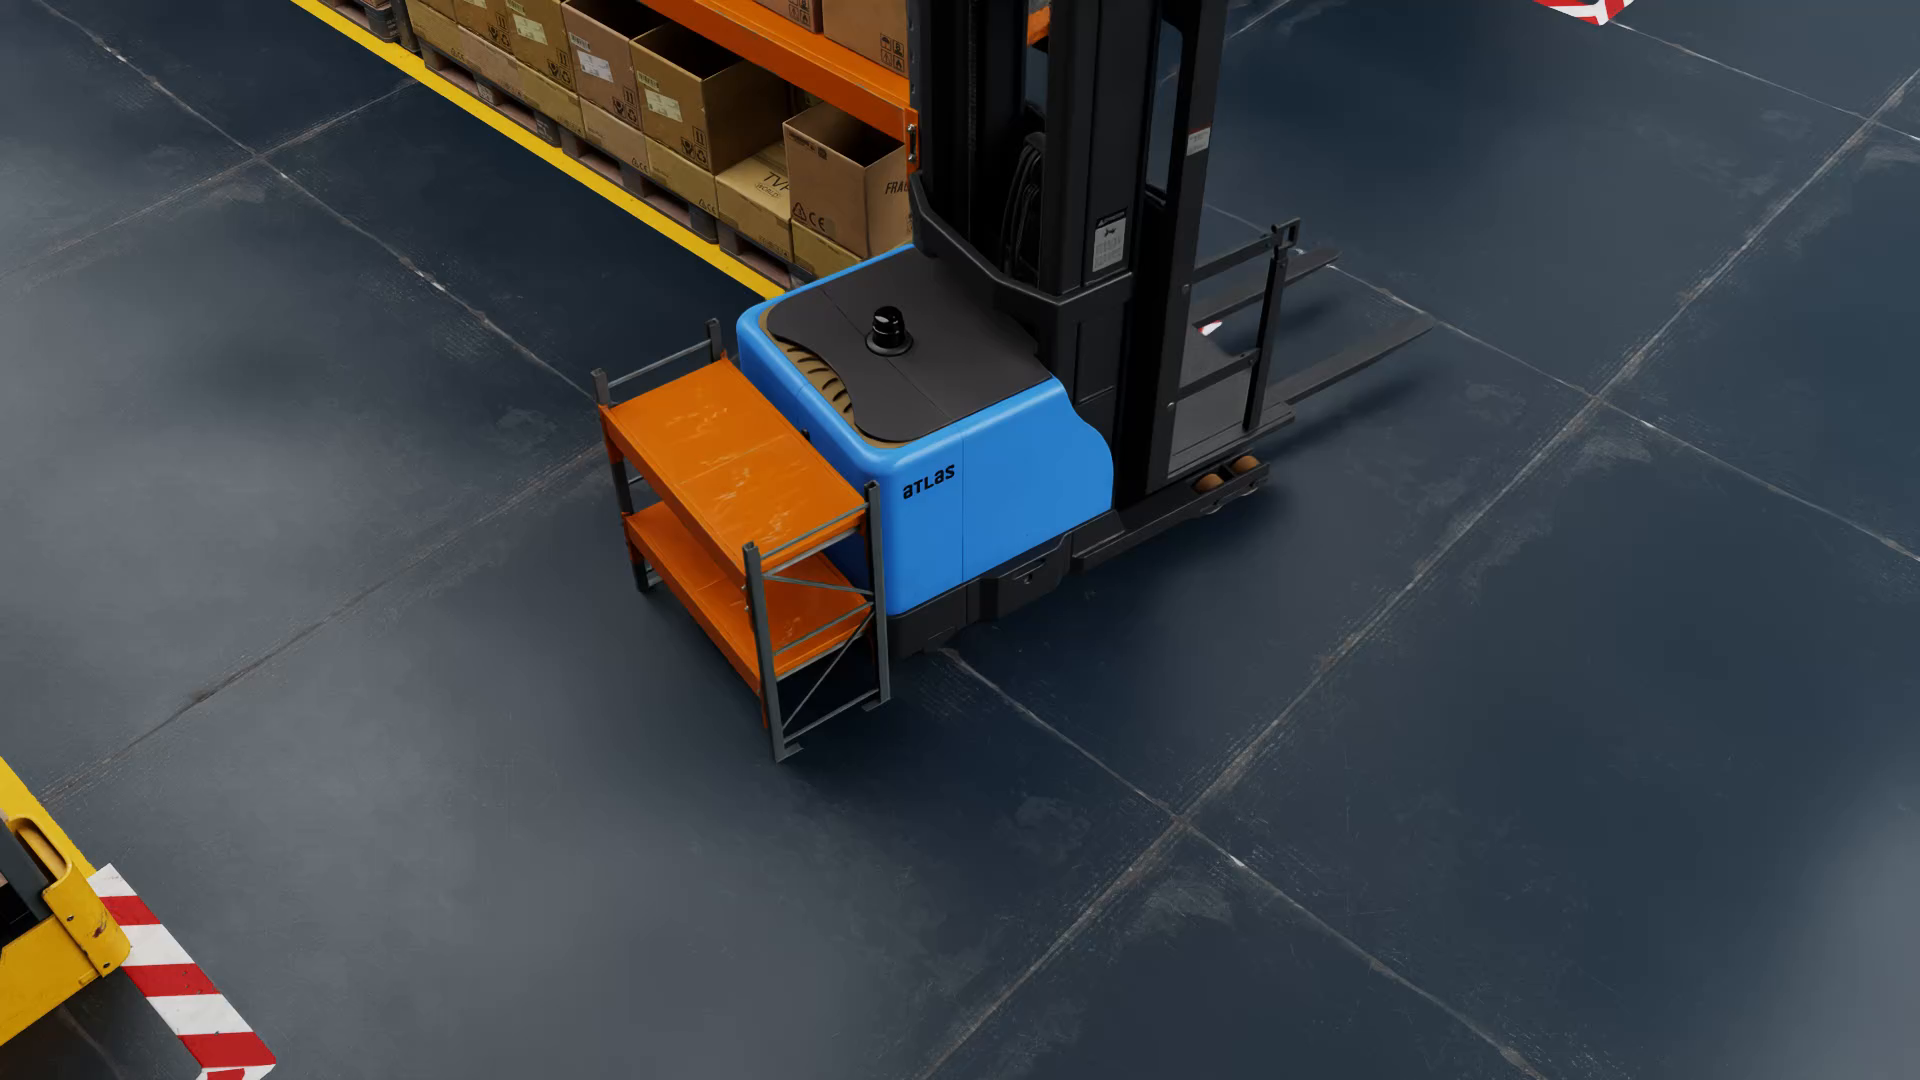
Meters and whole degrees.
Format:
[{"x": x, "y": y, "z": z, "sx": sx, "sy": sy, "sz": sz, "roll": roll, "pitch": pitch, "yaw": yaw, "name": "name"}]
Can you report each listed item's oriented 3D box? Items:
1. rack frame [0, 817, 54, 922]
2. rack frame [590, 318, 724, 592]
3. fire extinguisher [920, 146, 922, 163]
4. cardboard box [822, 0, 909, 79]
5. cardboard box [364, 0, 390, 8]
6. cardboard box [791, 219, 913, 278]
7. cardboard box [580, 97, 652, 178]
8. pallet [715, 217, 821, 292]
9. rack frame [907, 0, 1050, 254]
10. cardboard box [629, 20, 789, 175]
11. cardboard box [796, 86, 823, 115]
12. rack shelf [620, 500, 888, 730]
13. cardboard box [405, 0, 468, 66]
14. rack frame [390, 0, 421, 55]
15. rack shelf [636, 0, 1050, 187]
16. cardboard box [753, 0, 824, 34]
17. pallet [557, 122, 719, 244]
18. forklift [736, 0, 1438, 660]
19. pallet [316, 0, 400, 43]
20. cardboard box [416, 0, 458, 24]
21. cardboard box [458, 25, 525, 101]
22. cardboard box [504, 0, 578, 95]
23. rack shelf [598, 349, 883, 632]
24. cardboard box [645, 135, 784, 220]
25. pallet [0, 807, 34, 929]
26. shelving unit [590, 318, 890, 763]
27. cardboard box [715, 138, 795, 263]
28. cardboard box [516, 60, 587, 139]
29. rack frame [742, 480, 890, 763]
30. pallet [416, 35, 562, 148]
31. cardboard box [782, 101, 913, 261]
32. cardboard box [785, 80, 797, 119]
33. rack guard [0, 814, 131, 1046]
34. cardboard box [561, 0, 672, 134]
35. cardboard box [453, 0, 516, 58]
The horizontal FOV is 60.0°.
[{"x": -3.173, "y": 0.596, "z": 4.133, "sx": 0.127, "sy": 3.000, "sz": 1.000, "roll": 34, "pitch": 55, "yaw": 28, "name": "rack frame"}, {"x": -1.069, "y": -0.294, "z": 6.255, "sx": 0.500, "sy": 1.125, "sz": 0.032, "roll": -28, "pitch": 53, "yaw": -24, "name": "rack frame"}, {"x": -0.044, "y": -1.726, "z": 6.366, "sx": 0.183, "sy": 0.674, "sz": 0.296, "roll": 34, "pitch": 55, "yaw": 28, "name": "fire extinguisher"}, {"x": -0.151, "y": -2.332, "z": 6.813, "sx": 0.500, "sy": 0.500, "sz": 0.700, "roll": 34, "pitch": 55, "yaw": 28, "name": "cardboard box"}, {"x": -3.257, "y": -3.290, "z": 9.380, "sx": 0.500, "sy": 0.250, "sz": 0.500, "roll": 33, "pitch": 55, "yaw": 27, "name": "cardboard box"}, {"x": -0.411, "y": -1.370, "z": 7.576, "sx": 0.500, "sy": 0.250, "sz": 0.500, "roll": 34, "pitch": 55, "yaw": 28, "name": "cardboard box"}, {"x": -1.521, "y": -2.105, "z": 8.267, "sx": 0.500, "sy": 0.250, "sz": 0.500, "roll": 34, "pitch": 55, "yaw": 28, "name": "cardboard box"}, {"x": -0.407, "y": -1.461, "z": 7.977, "sx": 1.213, "sy": 0.211, "sz": 1.003, "roll": 34, "pitch": 55, "yaw": 28, "name": "pallet"}, {"x": 0.184, "y": -2.060, "z": 6.627, "sx": 0.127, "sy": 3.000, "sz": 1.000, "roll": 34, "pitch": 55, "yaw": 28, "name": "rack frame"}, {"x": -1.157, "y": -2.112, "z": 7.759, "sx": 0.500, "sy": 0.500, "sz": 0.500, "roll": 34, "pitch": 55, "yaw": 28, "name": "cardboard box"}, {"x": -0.428, "y": -2.150, "z": 7.795, "sx": 0.500, "sy": 0.500, "sz": 0.500, "roll": 34, "pitch": 55, "yaw": 28, "name": "cardboard box"}, {"x": -0.770, "y": 0.172, "z": 6.152, "sx": 0.538, "sy": 0.278, "sz": 1.000, "roll": -28, "pitch": 53, "yaw": -24, "name": "rack shelf"}, {"x": -2.620, "y": -2.849, "z": 8.965, "sx": 0.500, "sy": 0.250, "sz": 0.500, "roll": 34, "pitch": 55, "yaw": 28, "name": "cardboard box"}, {"x": -2.756, "y": -4.038, "z": 8.484, "sx": 0.127, "sy": 3.000, "sz": 1.000, "roll": 34, "pitch": 55, "yaw": 28, "name": "rack frame"}, {"x": -1.286, "y": -2.803, "z": 7.817, "sx": 4.000, "sy": 0.370, "sz": 1.077, "roll": 34, "pitch": 55, "yaw": 28, "name": "rack shelf"}, {"x": -0.540, "y": -2.589, "z": 7.055, "sx": 0.500, "sy": 0.500, "sz": 0.700, "roll": 35, "pitch": 56, "yaw": 29, "name": "cardboard box"}, {"x": -1.299, "y": -2.065, "z": 8.544, "sx": 1.213, "sy": 0.211, "sz": 1.003, "roll": 34, "pitch": 55, "yaw": 28, "name": "pallet"}, {"x": 0.674, "y": -1.406, "z": 6.059, "sx": 3.031, "sy": 2.935, "sz": 1.130, "roll": -26, "pitch": 52, "yaw": -22, "name": "forklift"}, {"x": -3.323, "y": -3.427, "z": 9.823, "sx": 1.213, "sy": 0.211, "sz": 1.003, "roll": 34, "pitch": 55, "yaw": 28, "name": "pallet"}, {"x": -2.627, "y": -3.100, "z": 8.687, "sx": 0.500, "sy": 0.500, "sz": 0.500, "roll": 34, "pitch": 55, "yaw": 28, "name": "cardboard box"}, {"x": -2.256, "y": -2.599, "z": 8.731, "sx": 0.500, "sy": 0.250, "sz": 0.500, "roll": 34, "pitch": 55, "yaw": 28, "name": "cardboard box"}, {"x": -1.892, "y": -2.606, "z": 8.223, "sx": 0.500, "sy": 0.500, "sz": 0.500, "roll": 34, "pitch": 55, "yaw": 28, "name": "cardboard box"}, {"x": -0.770, "y": -0.195, "z": 5.760, "sx": 0.538, "sy": 0.278, "sz": 1.000, "roll": -28, "pitch": 53, "yaw": -24, "name": "rack shelf"}, {"x": -1.155, "y": -1.857, "z": 8.034, "sx": 0.500, "sy": 0.250, "sz": 0.500, "roll": 34, "pitch": 55, "yaw": 28, "name": "cardboard box"}, {"x": -3.802, "y": 1.092, "z": 5.580, "sx": 1.213, "sy": 0.211, "sz": 1.003, "roll": 34, "pitch": 55, "yaw": 28, "name": "pallet"}, {"x": -0.770, "y": 0.005, "z": 5.974, "sx": 0.538, "sy": 1.125, "sz": 1.048, "roll": -28, "pitch": 53, "yaw": -24, "name": "shelving unit"}, {"x": -0.786, "y": -1.610, "z": 7.802, "sx": 0.500, "sy": 0.250, "sz": 0.500, "roll": 34, "pitch": 55, "yaw": 28, "name": "cardboard box"}, {"x": -1.893, "y": -2.349, "z": 8.496, "sx": 0.500, "sy": 0.250, "sz": 0.500, "roll": 34, "pitch": 55, "yaw": 28, "name": "cardboard box"}, {"x": -0.471, "y": 0.305, "z": 5.692, "sx": 0.500, "sy": 1.125, "sz": 0.032, "roll": -28, "pitch": 53, "yaw": -24, "name": "rack frame"}, {"x": -2.200, "y": -2.668, "z": 9.110, "sx": 1.213, "sy": 0.211, "sz": 1.003, "roll": 34, "pitch": 55, "yaw": 28, "name": "pallet"}, {"x": -0.412, "y": -1.625, "z": 7.302, "sx": 0.500, "sy": 0.500, "sz": 0.500, "roll": 34, "pitch": 55, "yaw": 28, "name": "cardboard box"}, {"x": -0.804, "y": -2.390, "z": 8.020, "sx": 0.500, "sy": 0.500, "sz": 0.500, "roll": 34, "pitch": 55, "yaw": 28, "name": "cardboard box"}, {"x": -3.229, "y": 1.414, "z": 5.080, "sx": 0.348, "sy": 0.500, "sz": 1.175, "roll": 34, "pitch": 55, "yaw": 28, "name": "rack guard"}, {"x": -1.523, "y": -2.360, "z": 7.992, "sx": 0.500, "sy": 0.500, "sz": 0.500, "roll": 34, "pitch": 55, "yaw": 28, "name": "cardboard box"}, {"x": -2.254, "y": -2.857, "z": 8.459, "sx": 0.500, "sy": 0.500, "sz": 0.500, "roll": 34, "pitch": 55, "yaw": 28, "name": "cardboard box"}]
